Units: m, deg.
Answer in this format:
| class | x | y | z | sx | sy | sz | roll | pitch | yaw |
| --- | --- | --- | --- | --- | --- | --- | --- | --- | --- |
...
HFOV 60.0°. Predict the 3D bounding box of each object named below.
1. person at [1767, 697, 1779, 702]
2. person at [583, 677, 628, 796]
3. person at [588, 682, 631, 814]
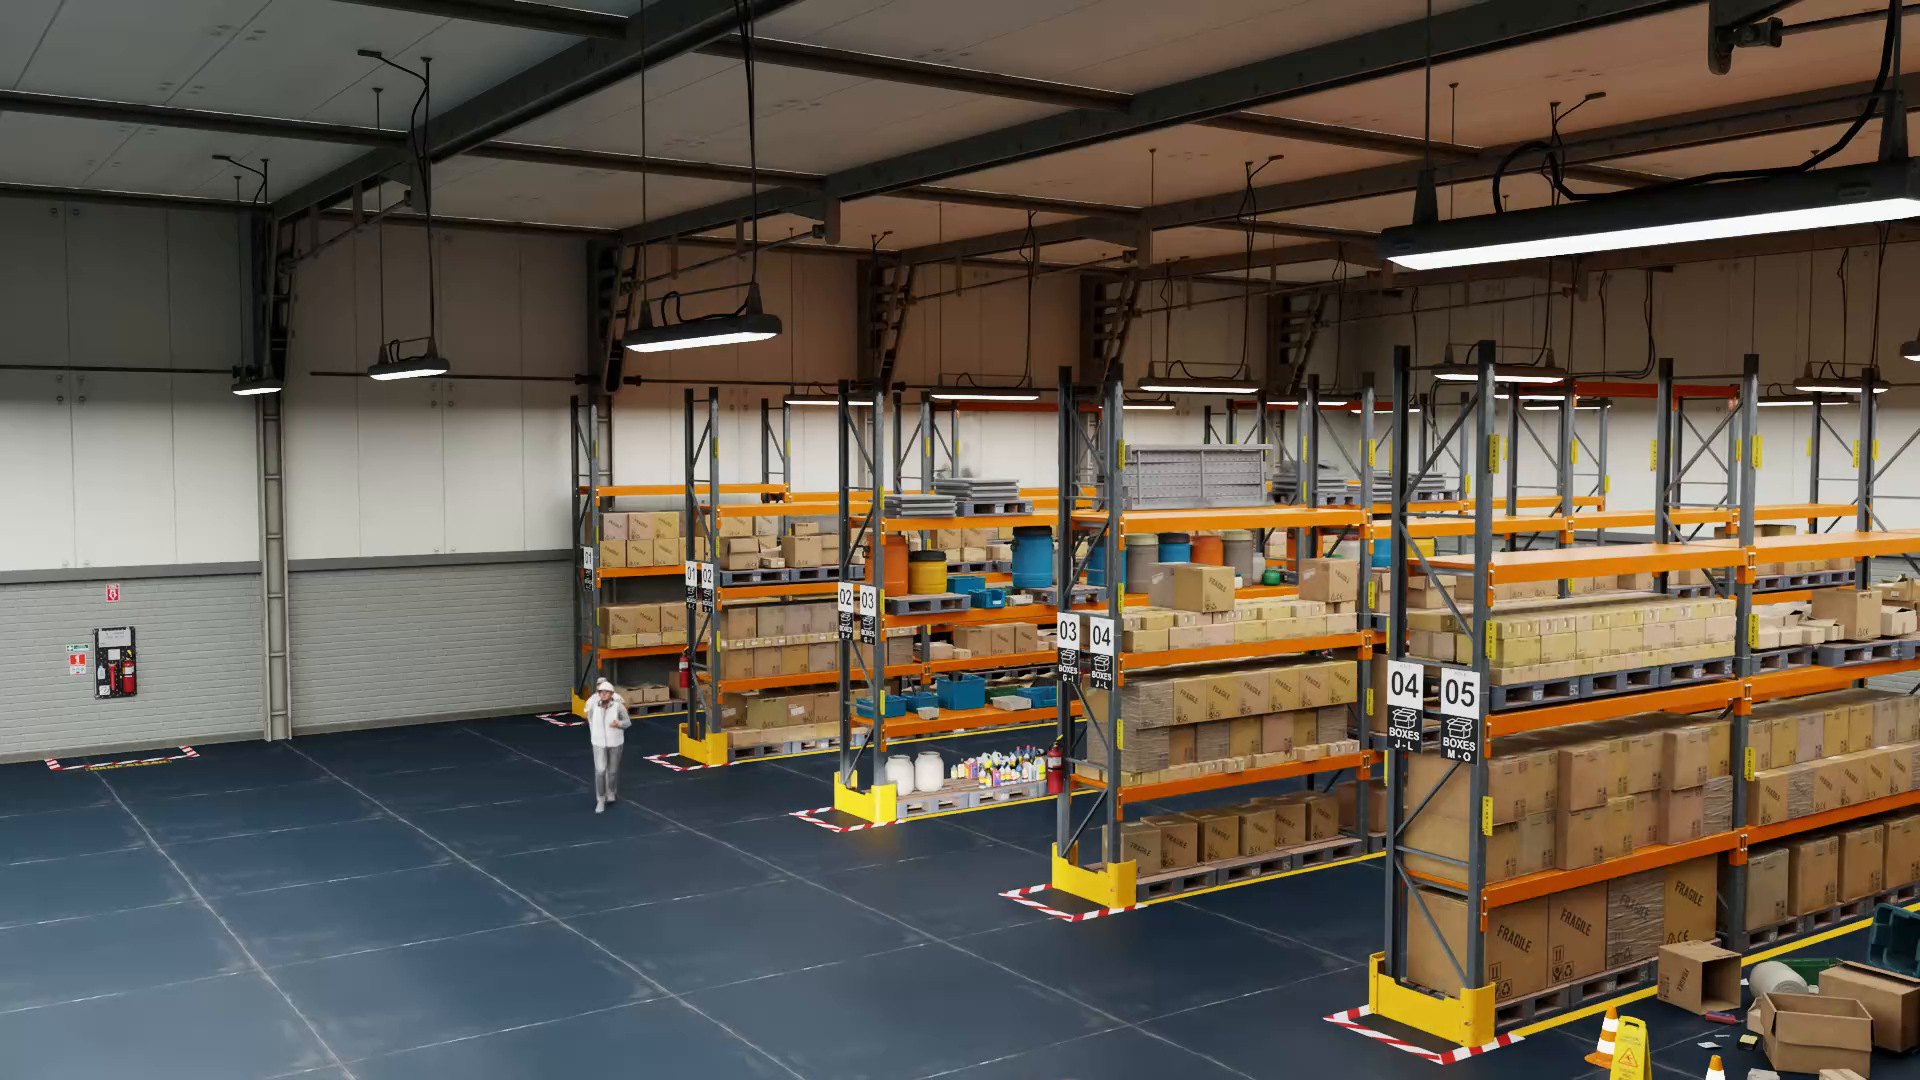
| class | x | y | z | sx | sy | sz | roll | pitch | yaw |
| --- | --- | --- | --- | --- | --- | --- | --- | --- | --- |
| person | 11.404 | 2.976 | 23.357 | 0.743 | 1.561 | 0.546 | -3 | 4 | -40 |
| person | -5.233 | 2.867 | 24.570 | 0.614 | 1.693 | 0.922 | 0 | 3 | -3 |
| person | -4.910 | 2.893 | 23.283 | 0.626 | 1.843 | 0.776 | 0 | 3 | -7 |
